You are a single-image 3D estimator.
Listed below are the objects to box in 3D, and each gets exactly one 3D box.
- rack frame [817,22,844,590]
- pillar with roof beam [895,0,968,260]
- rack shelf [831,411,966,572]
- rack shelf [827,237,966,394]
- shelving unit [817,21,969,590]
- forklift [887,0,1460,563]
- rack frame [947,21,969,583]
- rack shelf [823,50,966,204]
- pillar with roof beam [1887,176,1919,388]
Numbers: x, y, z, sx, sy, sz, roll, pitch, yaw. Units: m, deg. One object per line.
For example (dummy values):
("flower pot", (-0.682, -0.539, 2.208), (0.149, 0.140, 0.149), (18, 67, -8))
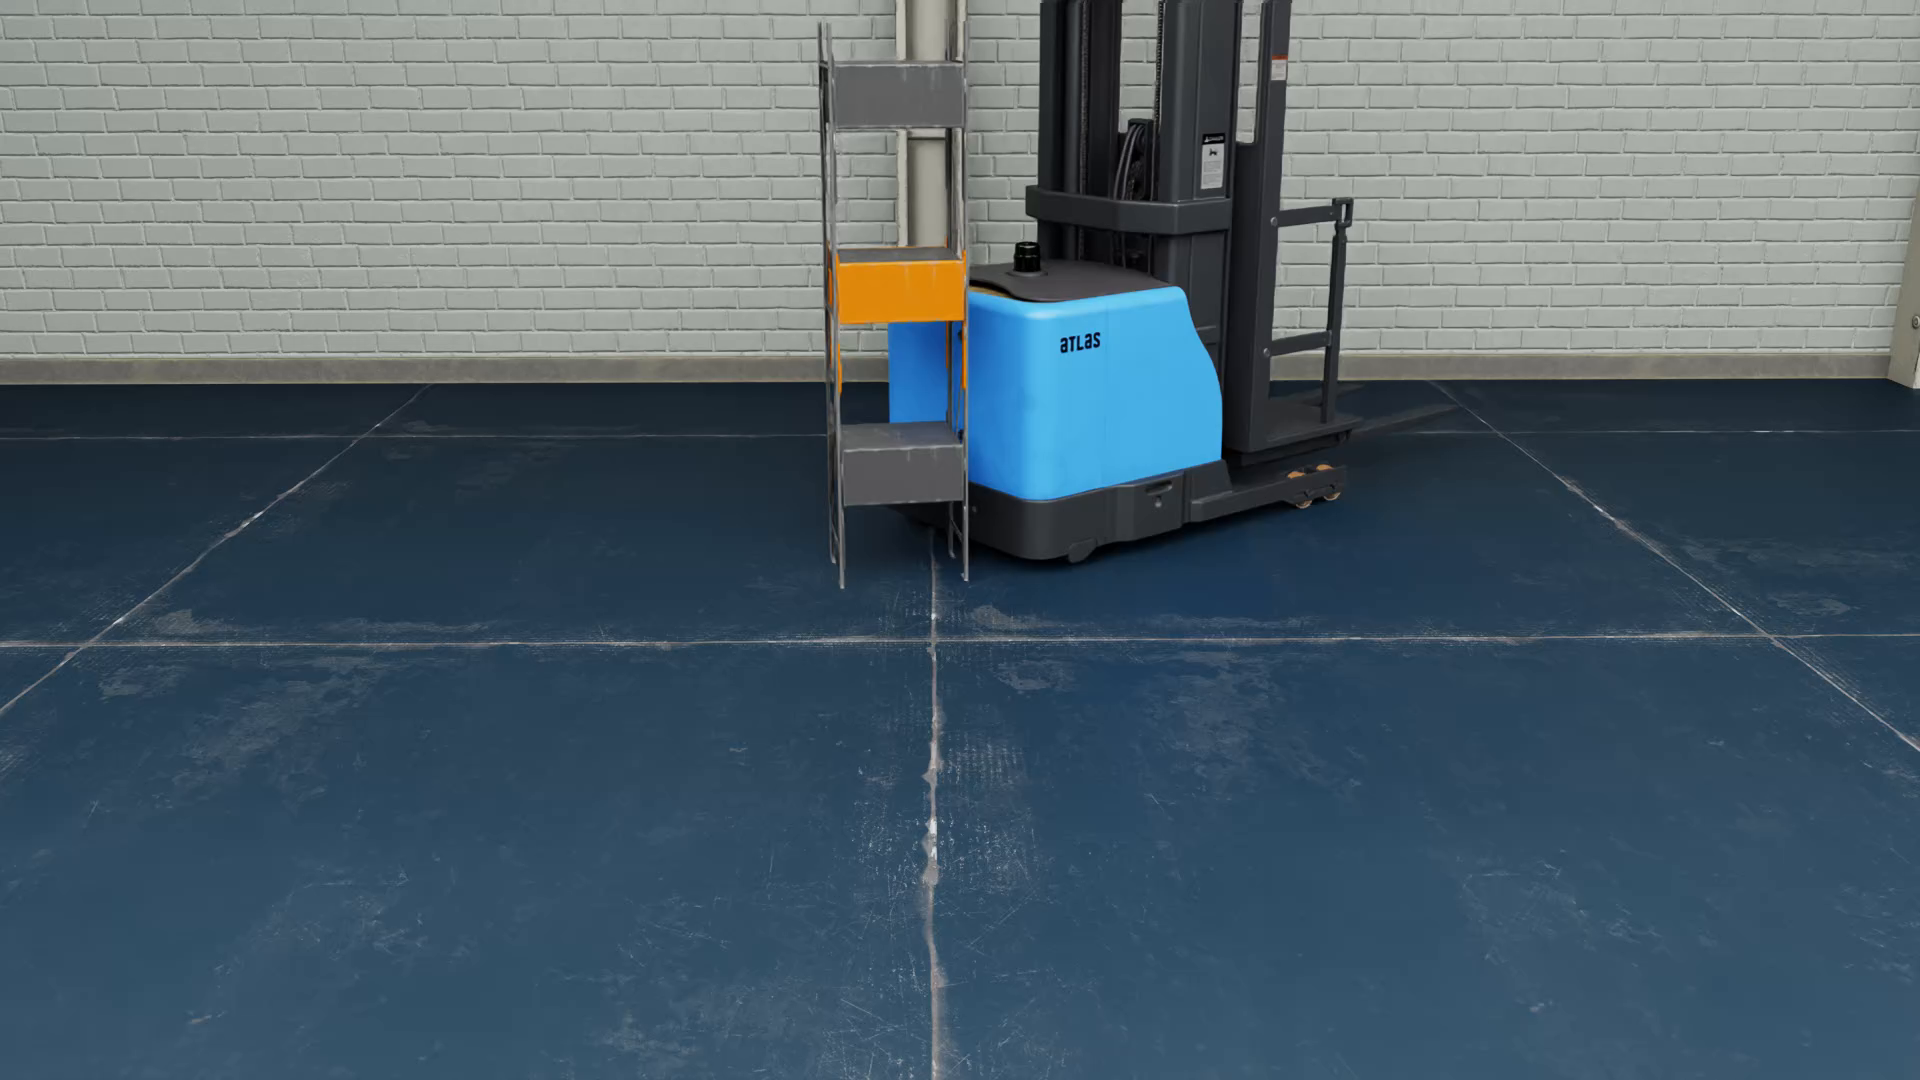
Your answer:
("rack frame", (-0.490, -0.865, 6.308), (0.015, 2.100, 0.400), (-3, 18, -9))
("pillar with roof beam", (-0.092, -3.889, 4.437), (0.400, 9.000, 9.100), (0, 18, -1))
("rack shelf", (-0.249, -0.199, 6.565), (0.480, 0.518, 0.431), (-3, 18, -9))
("rack shelf", (-0.249, -0.865, 6.352), (0.480, 0.518, 0.431), (-3, 18, -9))
("shelving unit", (-0.249, -0.878, 6.347), (0.503, 2.100, 0.431), (-3, 18, -9))
("forklift", (1.145, -1.649, 7.391), (3.031, 2.935, 1.130), (-14, 22, -37))
("rack frame", (-0.009, -0.891, 6.387), (0.015, 2.100, 0.400), (-3, 18, -9))
("rack shelf", (-0.249, -1.532, 6.138), (0.480, 0.518, 0.431), (-3, 18, -9))
("pillar with roof beam", (5.907, -3.918, 4.528), (0.400, 9.000, 9.100), (0, 18, -1))
